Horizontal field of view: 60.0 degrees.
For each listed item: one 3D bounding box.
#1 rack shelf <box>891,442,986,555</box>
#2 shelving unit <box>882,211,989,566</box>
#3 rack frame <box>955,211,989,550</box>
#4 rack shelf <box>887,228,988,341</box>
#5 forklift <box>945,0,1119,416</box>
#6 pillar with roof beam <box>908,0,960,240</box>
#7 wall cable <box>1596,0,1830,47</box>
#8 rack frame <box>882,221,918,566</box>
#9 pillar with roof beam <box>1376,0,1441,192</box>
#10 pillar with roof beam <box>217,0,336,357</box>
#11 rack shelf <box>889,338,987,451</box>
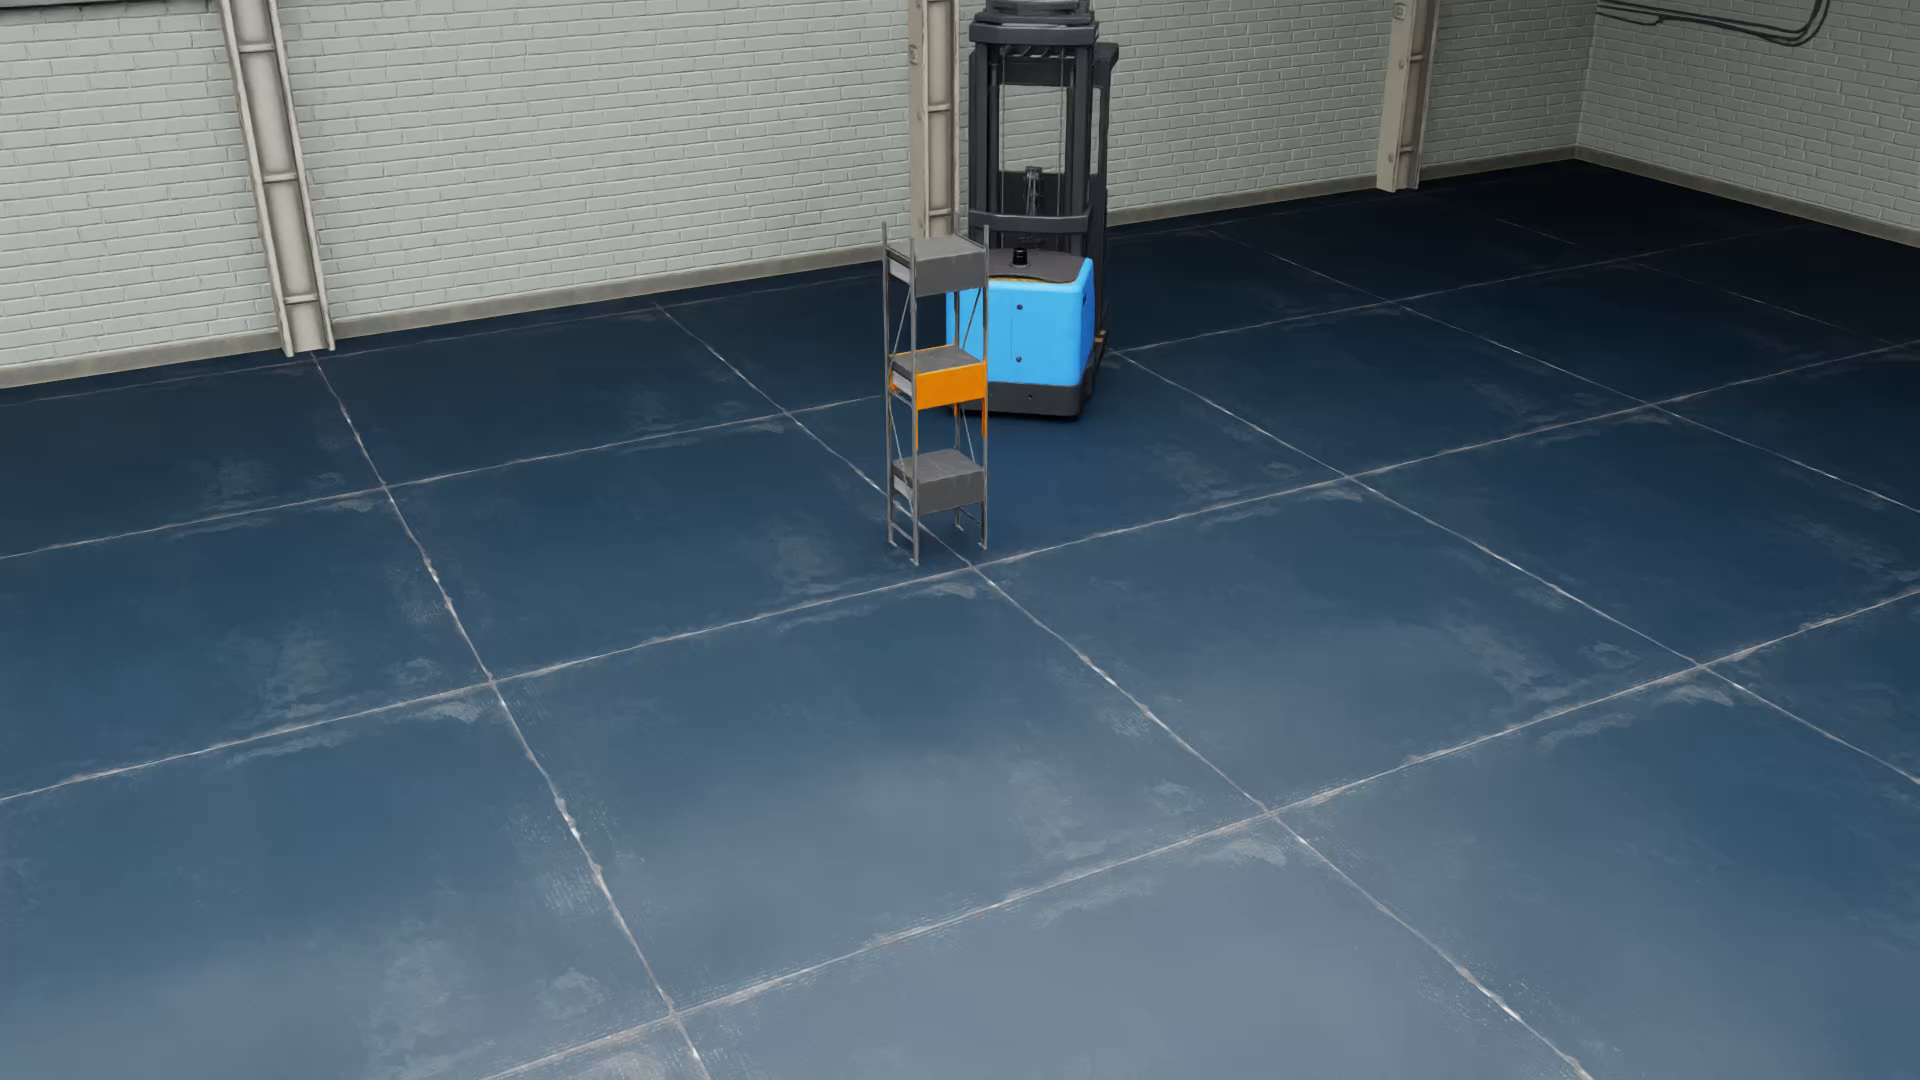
[{"bbox_3d":[-0.146,-0.270,10.534,0.480,0.518,0.431,-13,29,-25],"label":"rack shelf"},{"bbox_3d":[-0.146,-0.913,10.225,0.503,2.100,0.431,-13,29,-25],"label":"shelving unit"},{"bbox_3d":[0.069,-0.963,10.329,0.015,2.100,0.400,-13,29,-25],"label":"rack frame"},{"bbox_3d":[-0.146,-1.532,9.928,0.480,0.518,0.431,-13,29,-25],"label":"rack shelf"},{"bbox_3d":[0.652,-2.867,13.335,1.130,2.935,3.031,5,26,9],"label":"forklift"},{"bbox_3d":[1.778,-5.267,11.323,0.400,9.000,9.100,-13,29,-25],"label":"pillar with roof beam"},{"bbox_3d":[8.268,-6.828,18.163,0.112,2.526,3.097,-13,29,-25],"label":"wall cable"},{"bbox_3d":[-0.361,-0.863,10.122,0.015,2.100,0.400,-13,29,-25],"label":"rack frame"},{"bbox_3d":[7.072,-6.489,13.868,0.400,9.000,9.100,-13,29,-25],"label":"pillar with roof beam"},{"bbox_3d":[-3.516,-4.045,8.778,0.400,9.000,9.100,-13,29,-25],"label":"pillar with roof beam"},{"bbox_3d":[-0.146,-0.901,10.231,0.480,0.518,0.431,-13,29,-25],"label":"rack shelf"}]
